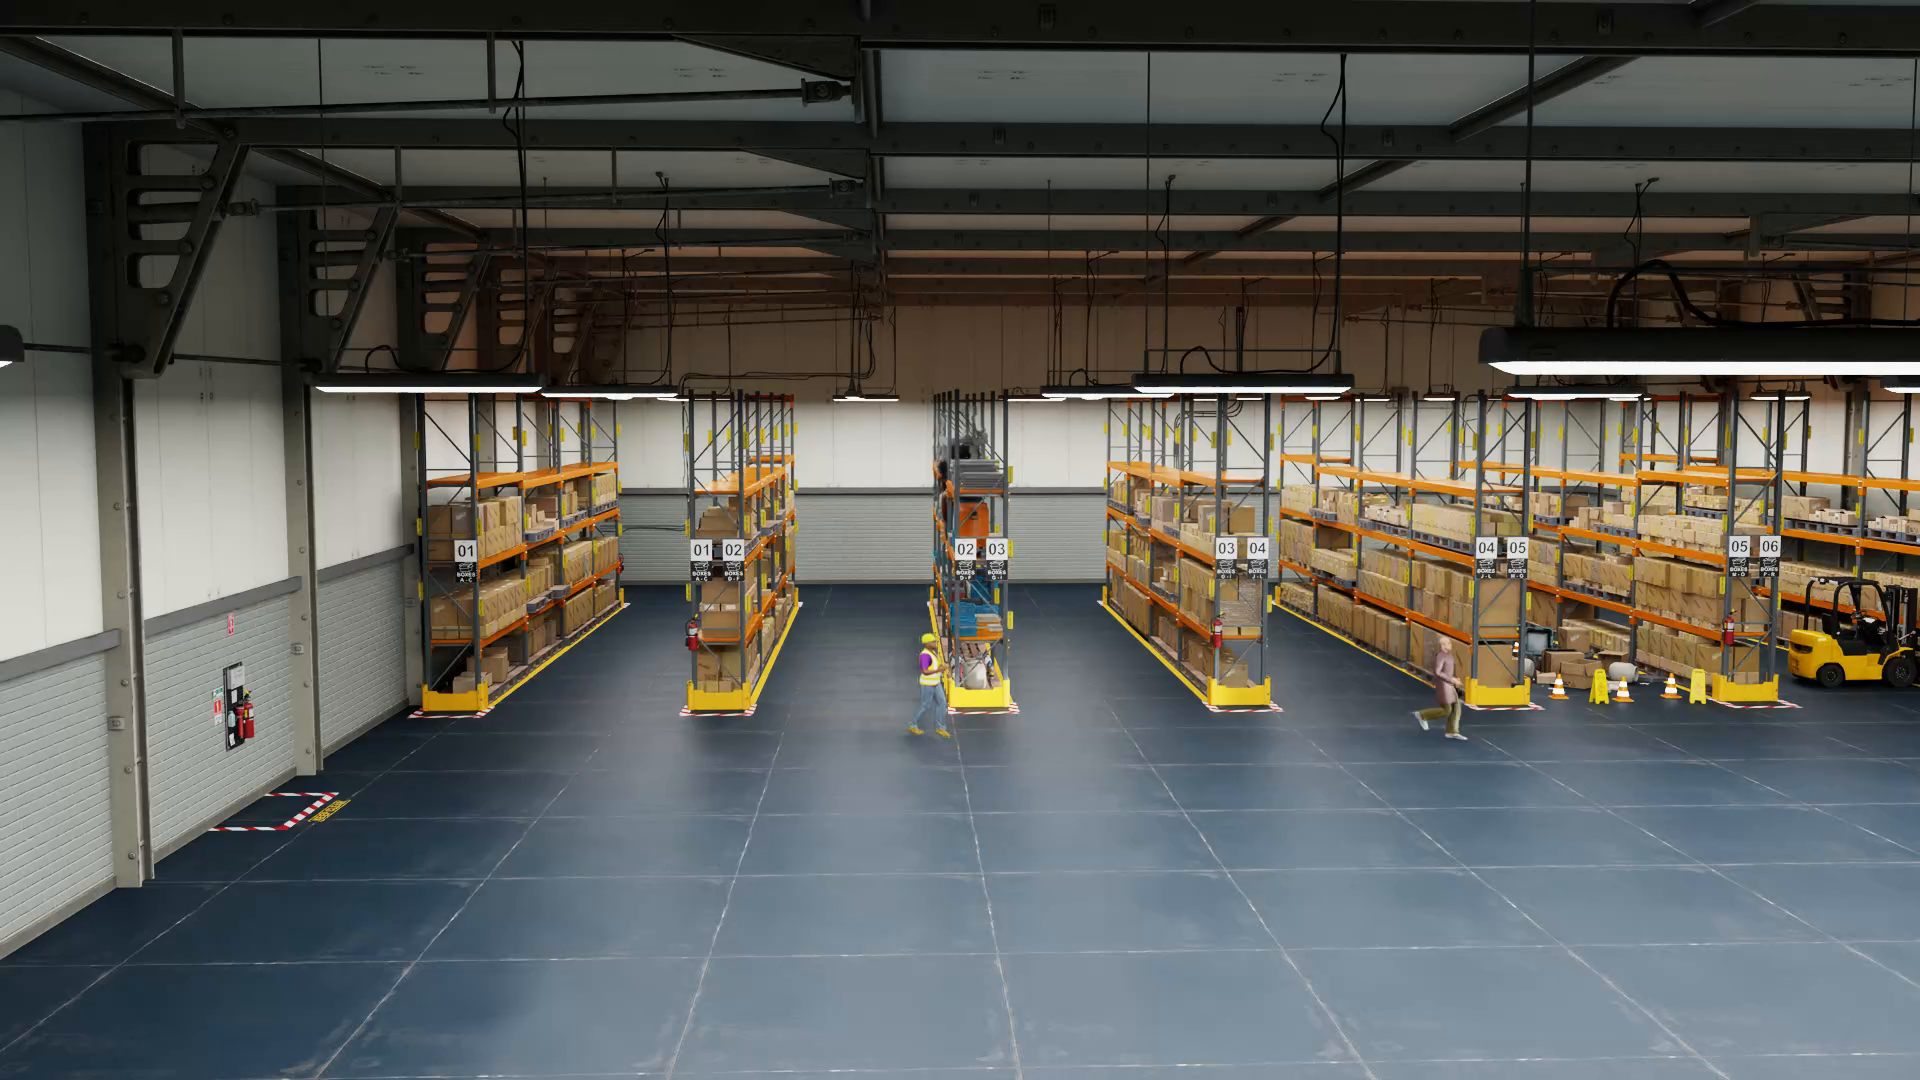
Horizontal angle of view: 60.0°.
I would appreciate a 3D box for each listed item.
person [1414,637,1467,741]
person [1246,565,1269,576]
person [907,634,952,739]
[{"bbox_3d":[8.269,2.536,28.507,0.882,1.766,0.710,2,5,27],"label":"person"},{"bbox_3d":[8.043,1.186,45.005,0.668,1.747,0.624,0,5,1],"label":"person"},{"bbox_3d":[-0.530,2.508,28.509,0.766,1.820,0.682,2,5,20],"label":"person"}]
